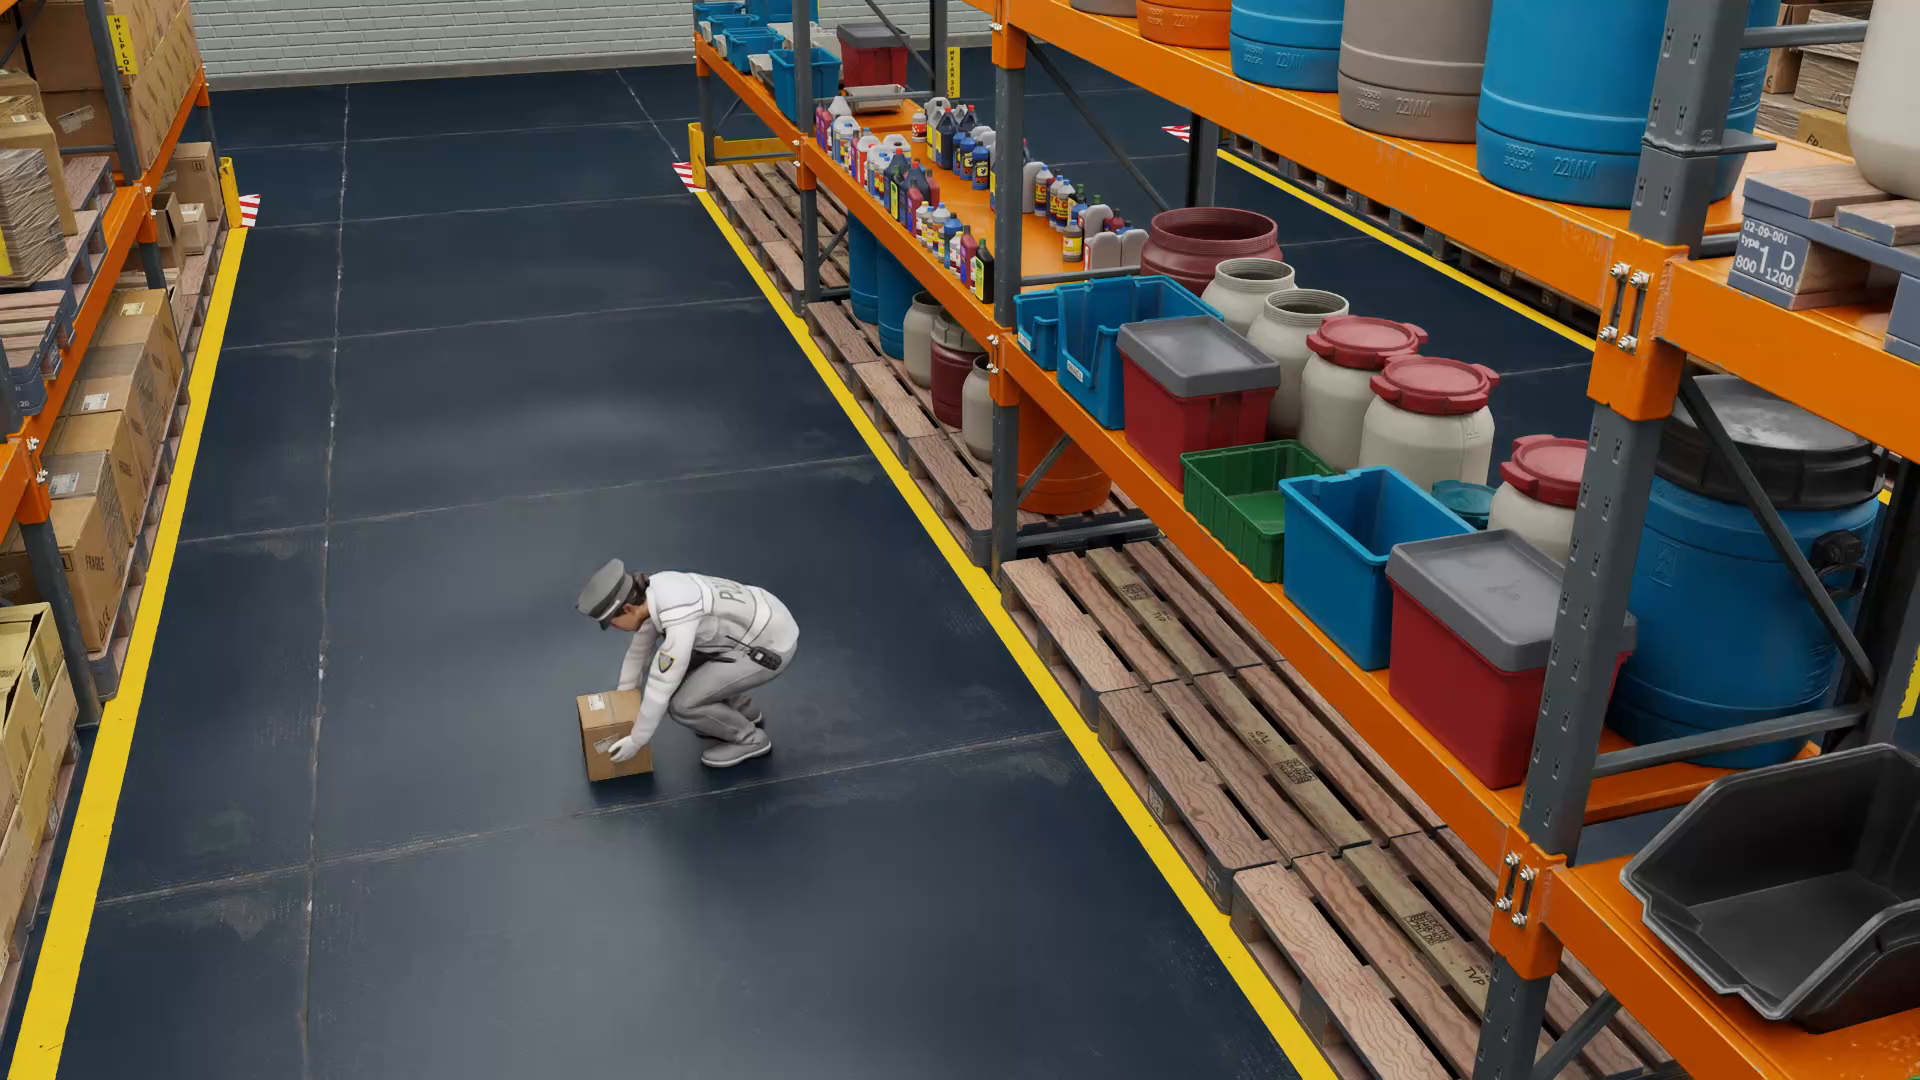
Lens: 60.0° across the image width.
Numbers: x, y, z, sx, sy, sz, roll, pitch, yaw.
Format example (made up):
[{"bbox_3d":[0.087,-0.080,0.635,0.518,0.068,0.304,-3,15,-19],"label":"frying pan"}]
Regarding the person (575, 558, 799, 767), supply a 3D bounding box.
[{"bbox_3d":[-1.060,0.449,6.564,0.854,0.914,0.486,-8,28,-16],"label":"person"}]
